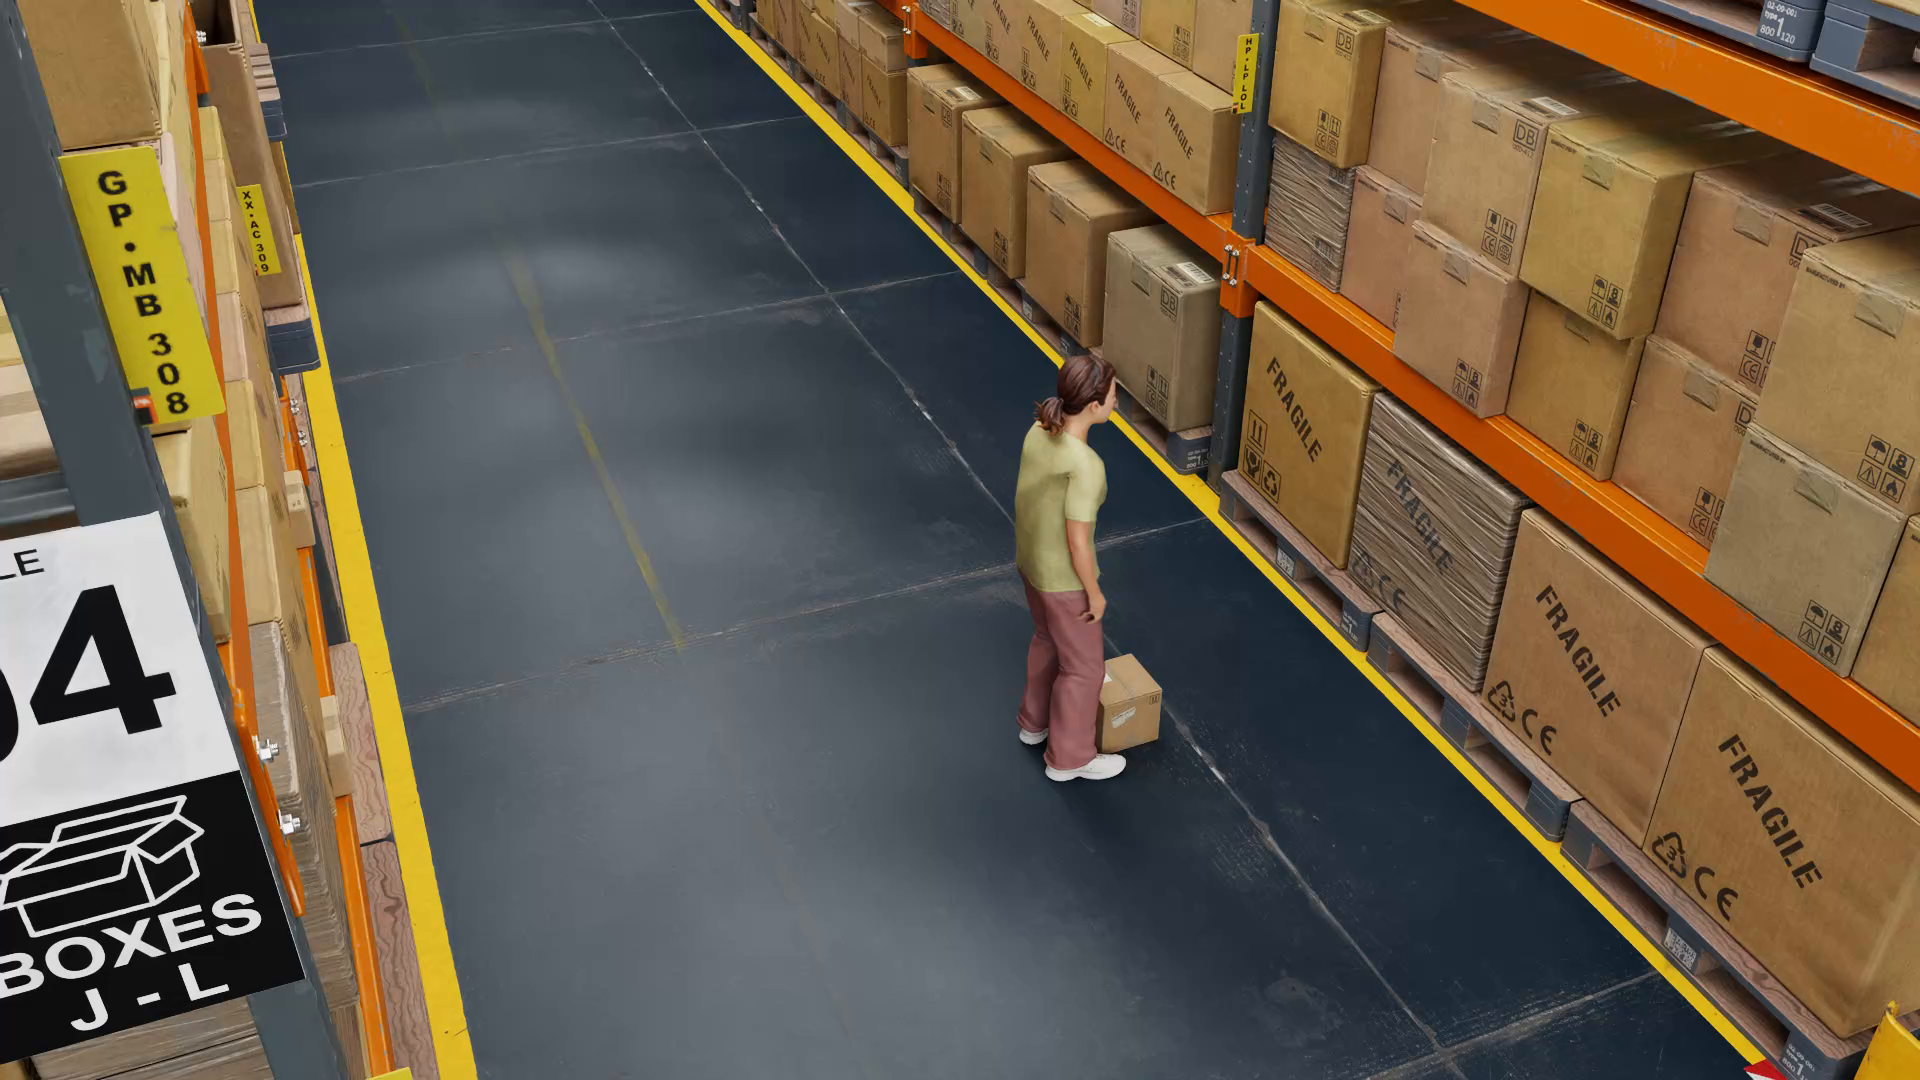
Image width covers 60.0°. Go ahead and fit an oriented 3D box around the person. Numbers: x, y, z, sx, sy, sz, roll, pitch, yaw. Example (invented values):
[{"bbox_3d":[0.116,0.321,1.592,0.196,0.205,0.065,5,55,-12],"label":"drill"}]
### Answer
[{"bbox_3d":[0.386,0.105,5.984,0.358,1.673,0.499,-13,36,-18],"label":"person"}]
